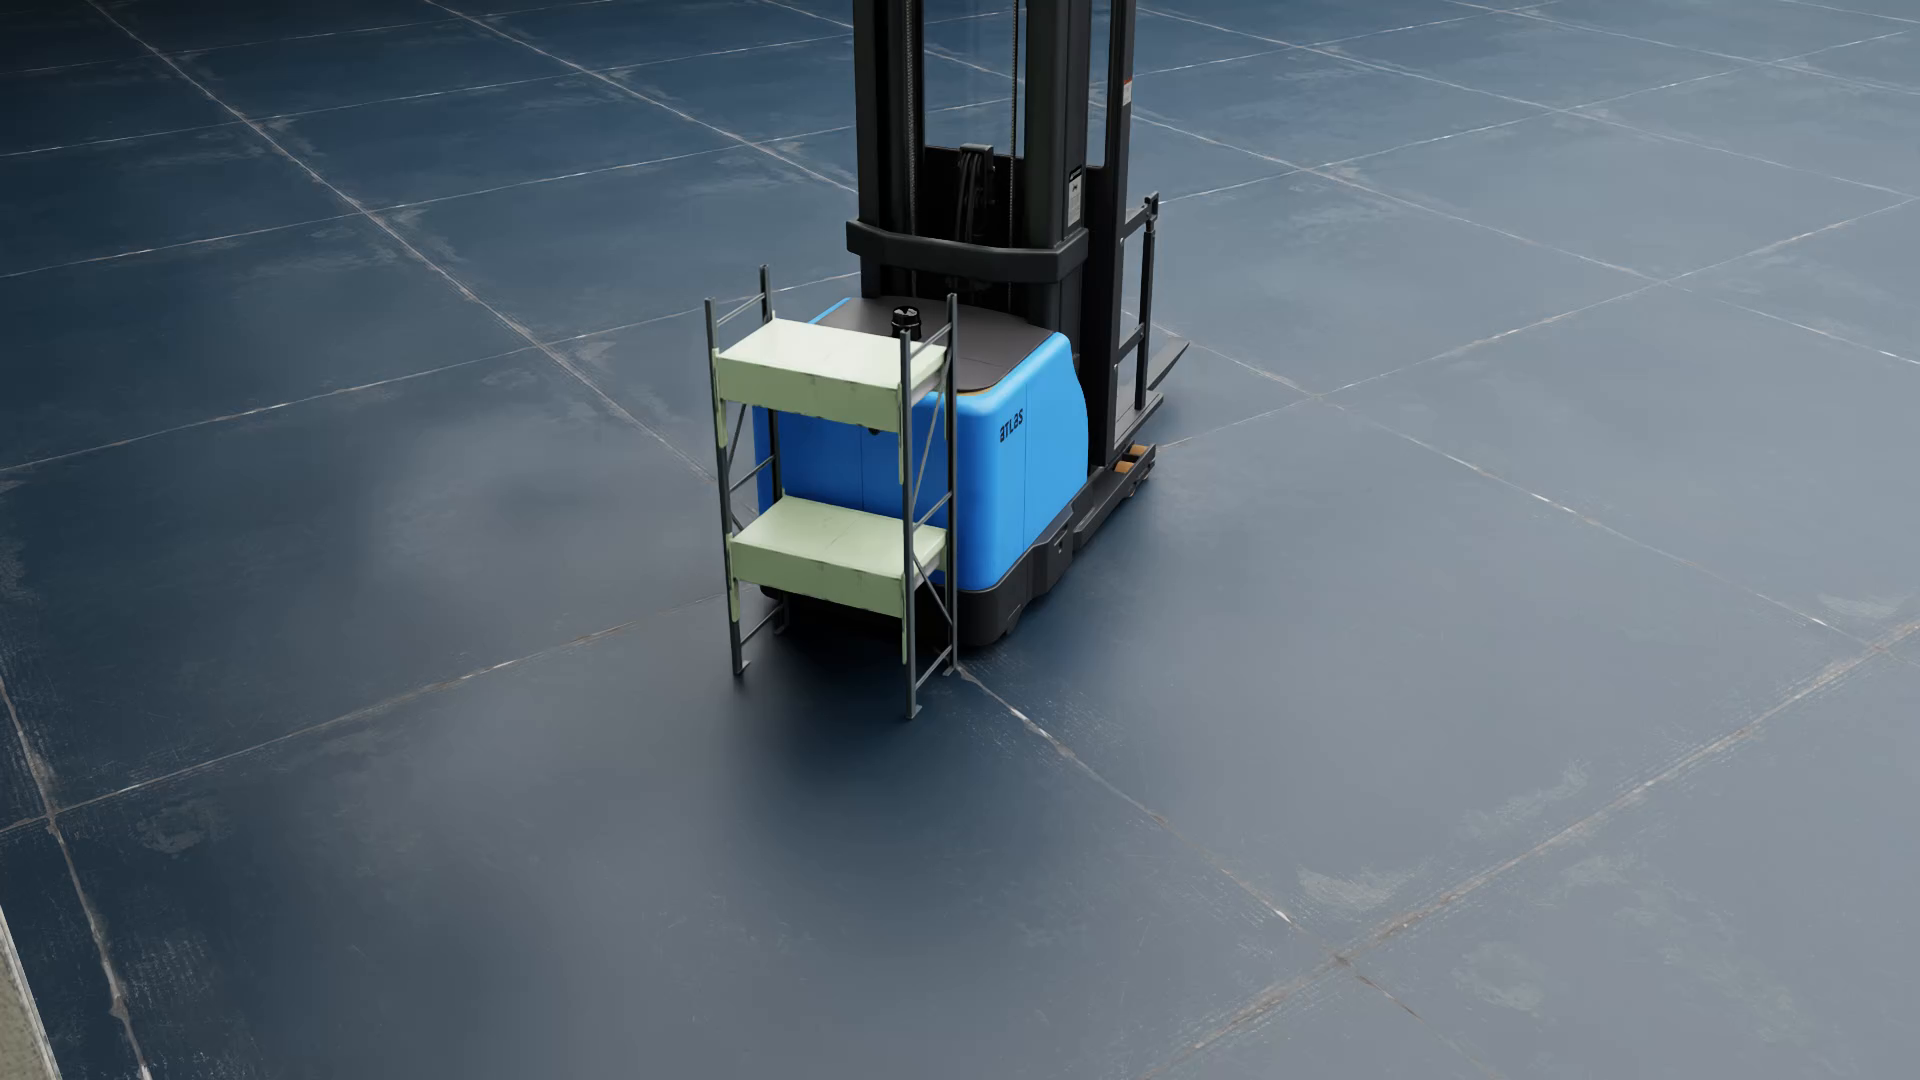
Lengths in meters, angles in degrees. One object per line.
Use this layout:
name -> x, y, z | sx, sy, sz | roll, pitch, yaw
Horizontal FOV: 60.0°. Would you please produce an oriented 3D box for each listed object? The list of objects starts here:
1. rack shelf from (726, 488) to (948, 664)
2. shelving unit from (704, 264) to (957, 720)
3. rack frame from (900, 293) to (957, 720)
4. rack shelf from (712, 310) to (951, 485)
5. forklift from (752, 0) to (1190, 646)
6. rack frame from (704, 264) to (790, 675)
rack shelf -> -0.437, 0.122, 6.143 | 0.720, 0.370, 0.431 | 12, 31, 21
shelving unit -> -0.437, -0.164, 5.987 | 0.755, 1.500, 0.431 | 12, 31, 21
rack frame -> -0.103, -0.093, 5.855 | 0.023, 1.500, 0.400 | 12, 31, 21
rack shelf -> -0.437, -0.507, 5.801 | 0.720, 0.370, 0.431 | 12, 31, 21
forklift -> 0.265, -1.561, 7.060 | 1.130, 2.935, 3.031 | 12, 31, 22
rack frame -> -0.770, -0.236, 6.119 | 0.023, 1.500, 0.400 | 12, 31, 21
